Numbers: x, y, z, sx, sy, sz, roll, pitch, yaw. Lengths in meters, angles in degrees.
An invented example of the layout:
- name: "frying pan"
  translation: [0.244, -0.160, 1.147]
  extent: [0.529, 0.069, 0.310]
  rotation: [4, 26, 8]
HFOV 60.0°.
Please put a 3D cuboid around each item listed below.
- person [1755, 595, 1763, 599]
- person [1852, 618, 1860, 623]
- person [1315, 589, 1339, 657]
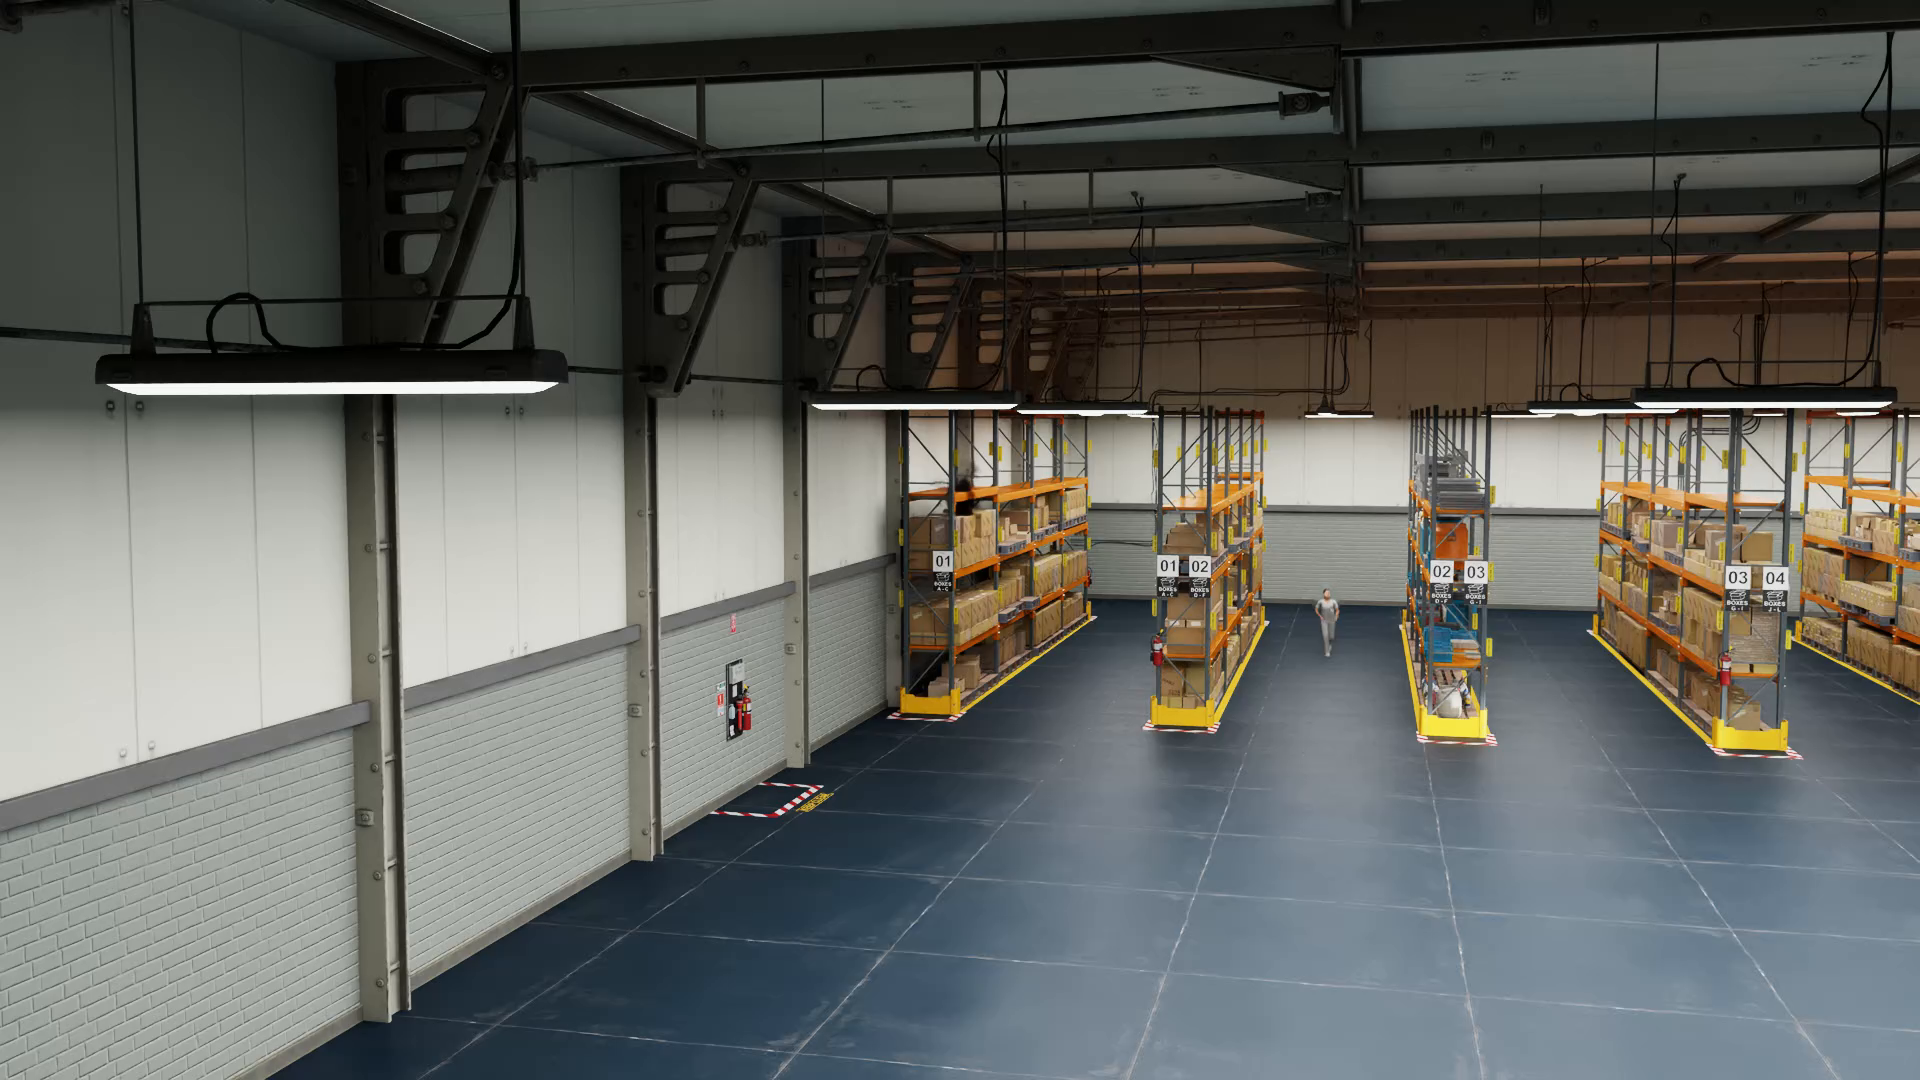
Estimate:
- name: "person"
  translation: [21.276, 1.677, 44.415]
  extent: [1.219, 1.649, 0.748]
  rotation: [-1, 4, -9]
- name: "person"
  translation: [23.823, 1.723, 43.986]
  extent: [0.673, 1.744, 0.770]
  rotation: [-1, 4, -15]
- name: "person"
  translation: [8.938, 1.999, 40.499]
  extent: [0.583, 1.639, 0.642]
  rotation: [1, 4, 8]
